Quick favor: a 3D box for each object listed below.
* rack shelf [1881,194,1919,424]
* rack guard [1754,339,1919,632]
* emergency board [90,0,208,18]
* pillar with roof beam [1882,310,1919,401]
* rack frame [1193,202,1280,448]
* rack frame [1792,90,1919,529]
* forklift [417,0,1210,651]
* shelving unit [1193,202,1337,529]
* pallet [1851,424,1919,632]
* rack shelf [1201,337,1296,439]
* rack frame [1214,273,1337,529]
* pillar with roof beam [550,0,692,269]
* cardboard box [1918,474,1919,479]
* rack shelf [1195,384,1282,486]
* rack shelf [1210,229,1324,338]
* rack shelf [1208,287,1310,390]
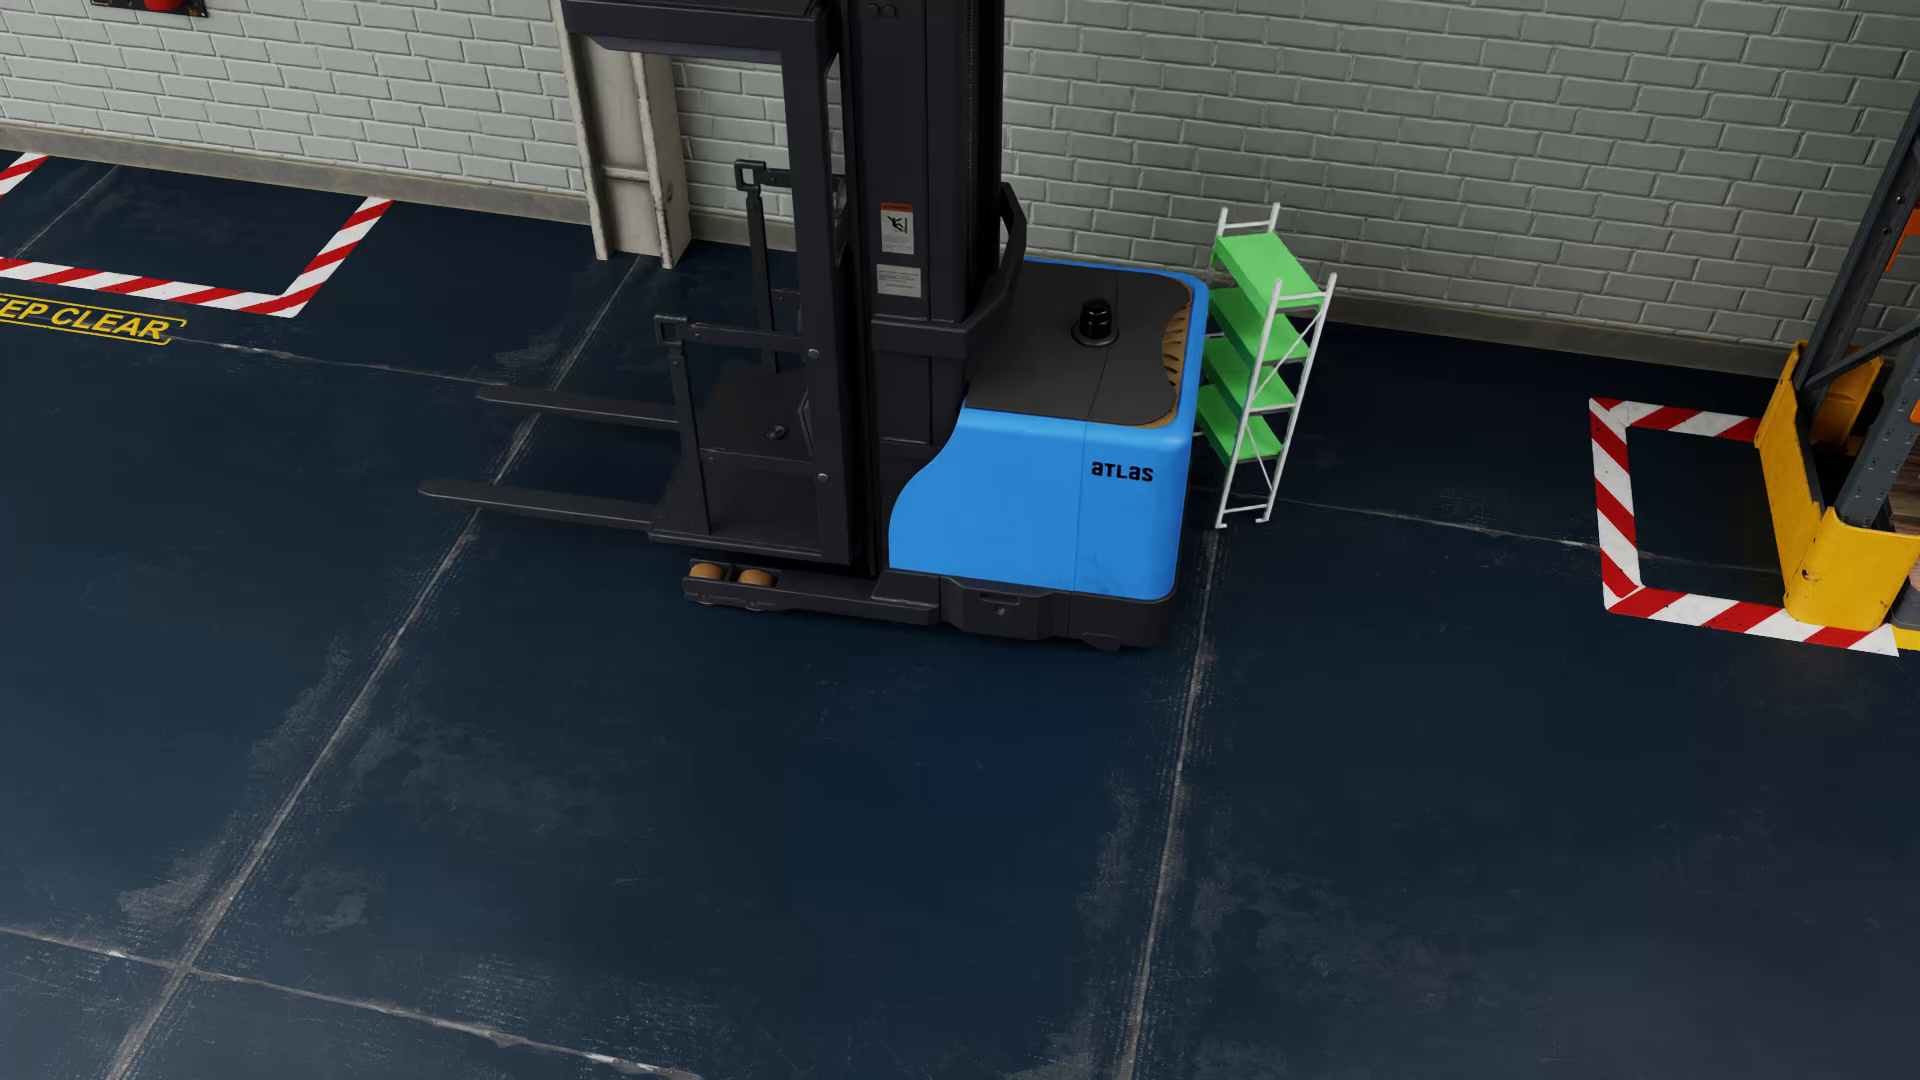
[{"bbox_3d":[5.372,-0.589,5.718,4.000,0.370,1.077,9,45,9],"label":"rack shelf"},{"bbox_3d":[3.495,-0.239,6.638,0.348,0.500,1.175,9,45,9],"label":"rack guard"},{"bbox_3d":[-3.966,-2.939,7.641,0.643,1.169,0.194,9,45,9],"label":"emergency board"},{"bbox_3d":[3.353,-0.879,1.174,0.400,9.000,9.100,9,45,9],"label":"pillar with roof beam"},{"bbox_3d":[1.058,-0.832,6.734,0.240,1.200,0.015,-8,44,-16],"label":"rack frame"},{"bbox_3d":[3.421,-1.151,5.783,0.127,3.000,1.000,9,45,9],"label":"rack frame"},{"bbox_3d":[-0.618,-1.133,5.814,3.031,2.935,1.130,7,44,7],"label":"forklift"},{"bbox_3d":[1.129,-0.670,6.566,0.258,1.200,0.503,-8,44,-16],"label":"shelving unit"},{"bbox_3d":[4.280,0.012,6.585,1.213,0.211,1.003,9,45,9],"label":"pallet"},{"bbox_3d":[1.124,-0.623,6.609,0.258,0.148,0.480,-8,44,-16],"label":"rack shelf"},{"bbox_3d":[1.200,-0.508,6.398,0.240,1.200,0.015,-8,44,-16],"label":"rack frame"},{"bbox_3d":[-2.503,-1.787,2.118,0.400,9.000,9.100,9,45,9],"label":"pillar with roof beam"},{"bbox_3d":[4.076,-0.175,6.391,0.500,0.311,0.500,4,44,4],"label":"cardboard box"},{"bbox_3d":[1.103,-0.446,6.770,0.258,0.148,0.480,-8,44,-16],"label":"rack shelf"},{"bbox_3d":[1.164,-0.976,6.286,0.258,0.148,0.480,-8,44,-16],"label":"rack shelf"},{"bbox_3d":[1.144,-0.799,6.447,0.258,0.148,0.480,-8,44,-16],"label":"rack shelf"}]
